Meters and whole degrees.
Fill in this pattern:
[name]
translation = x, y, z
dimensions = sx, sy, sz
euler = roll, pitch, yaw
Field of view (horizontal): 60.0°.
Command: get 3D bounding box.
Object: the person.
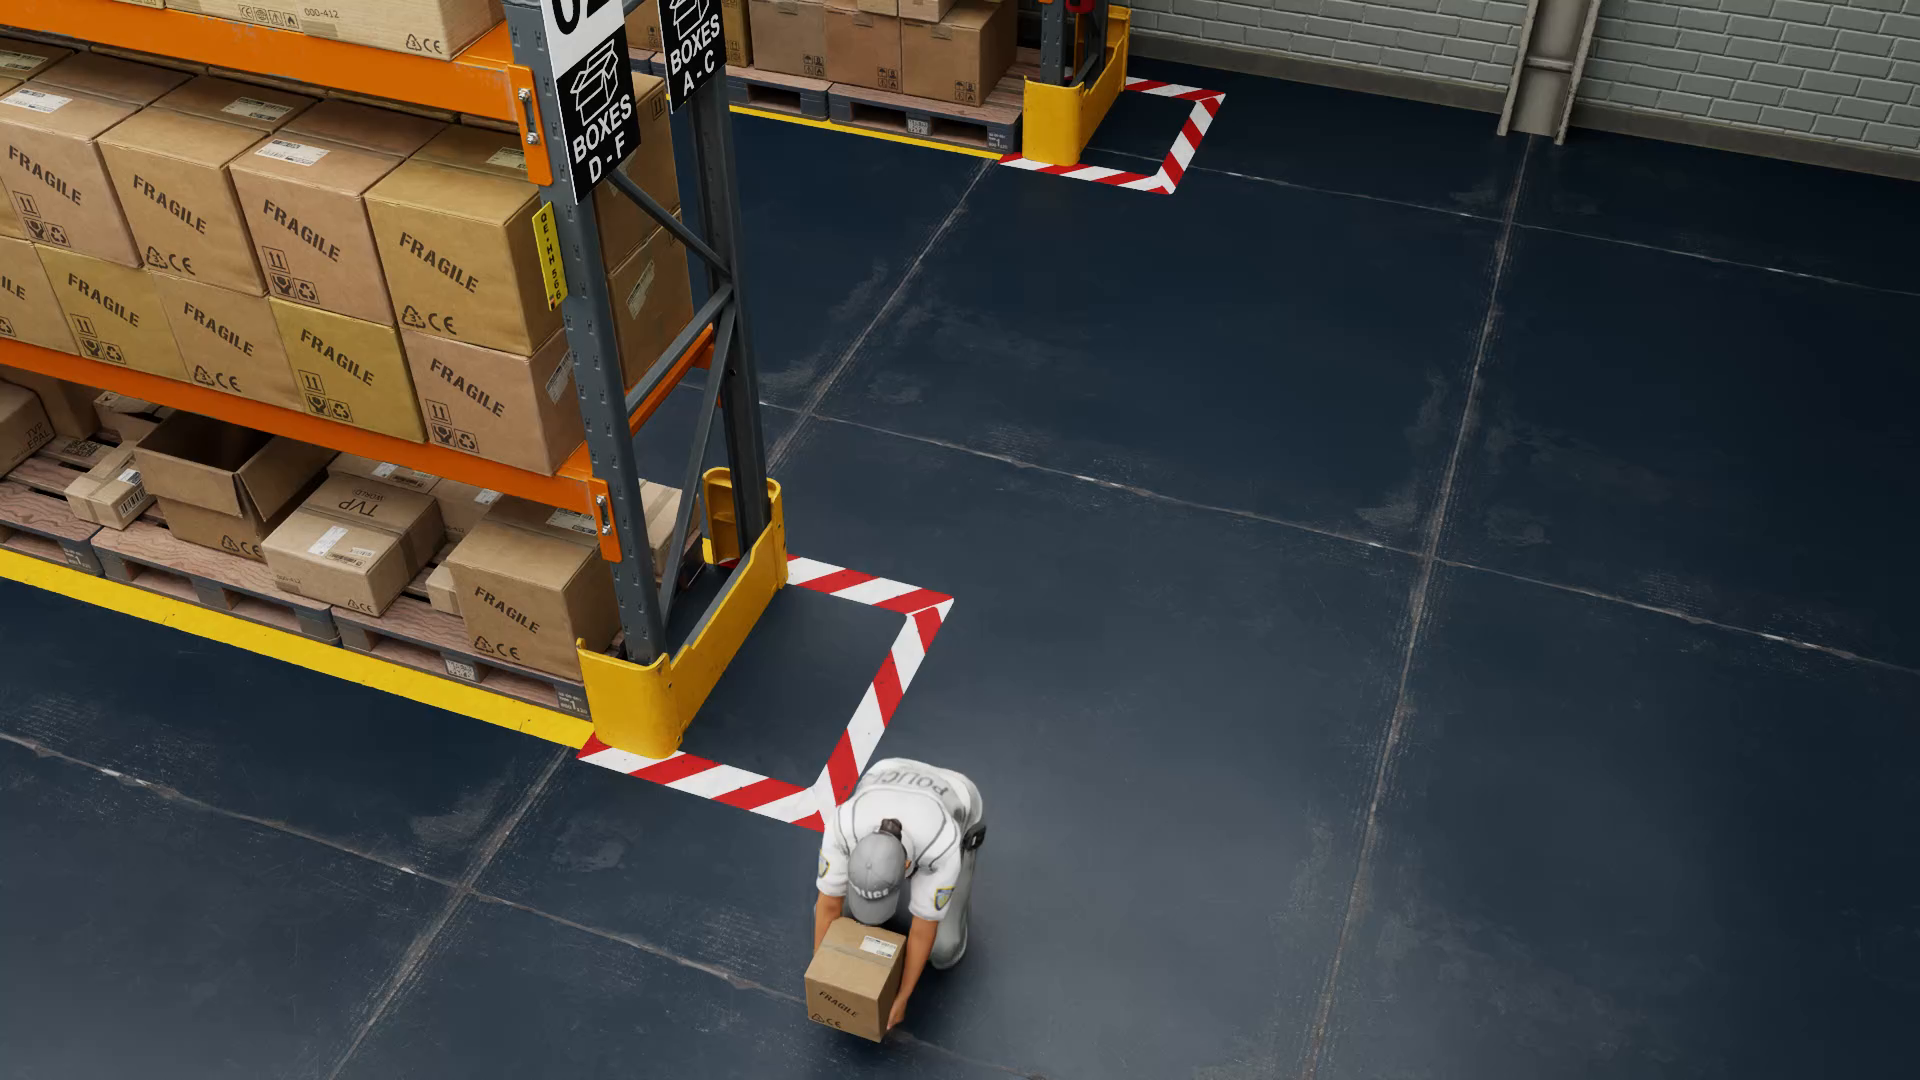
[person]
translation = -0.208, 1.088, 5.486
dimensions = 0.515, 0.953, 0.865
euler = 13, 43, 14
